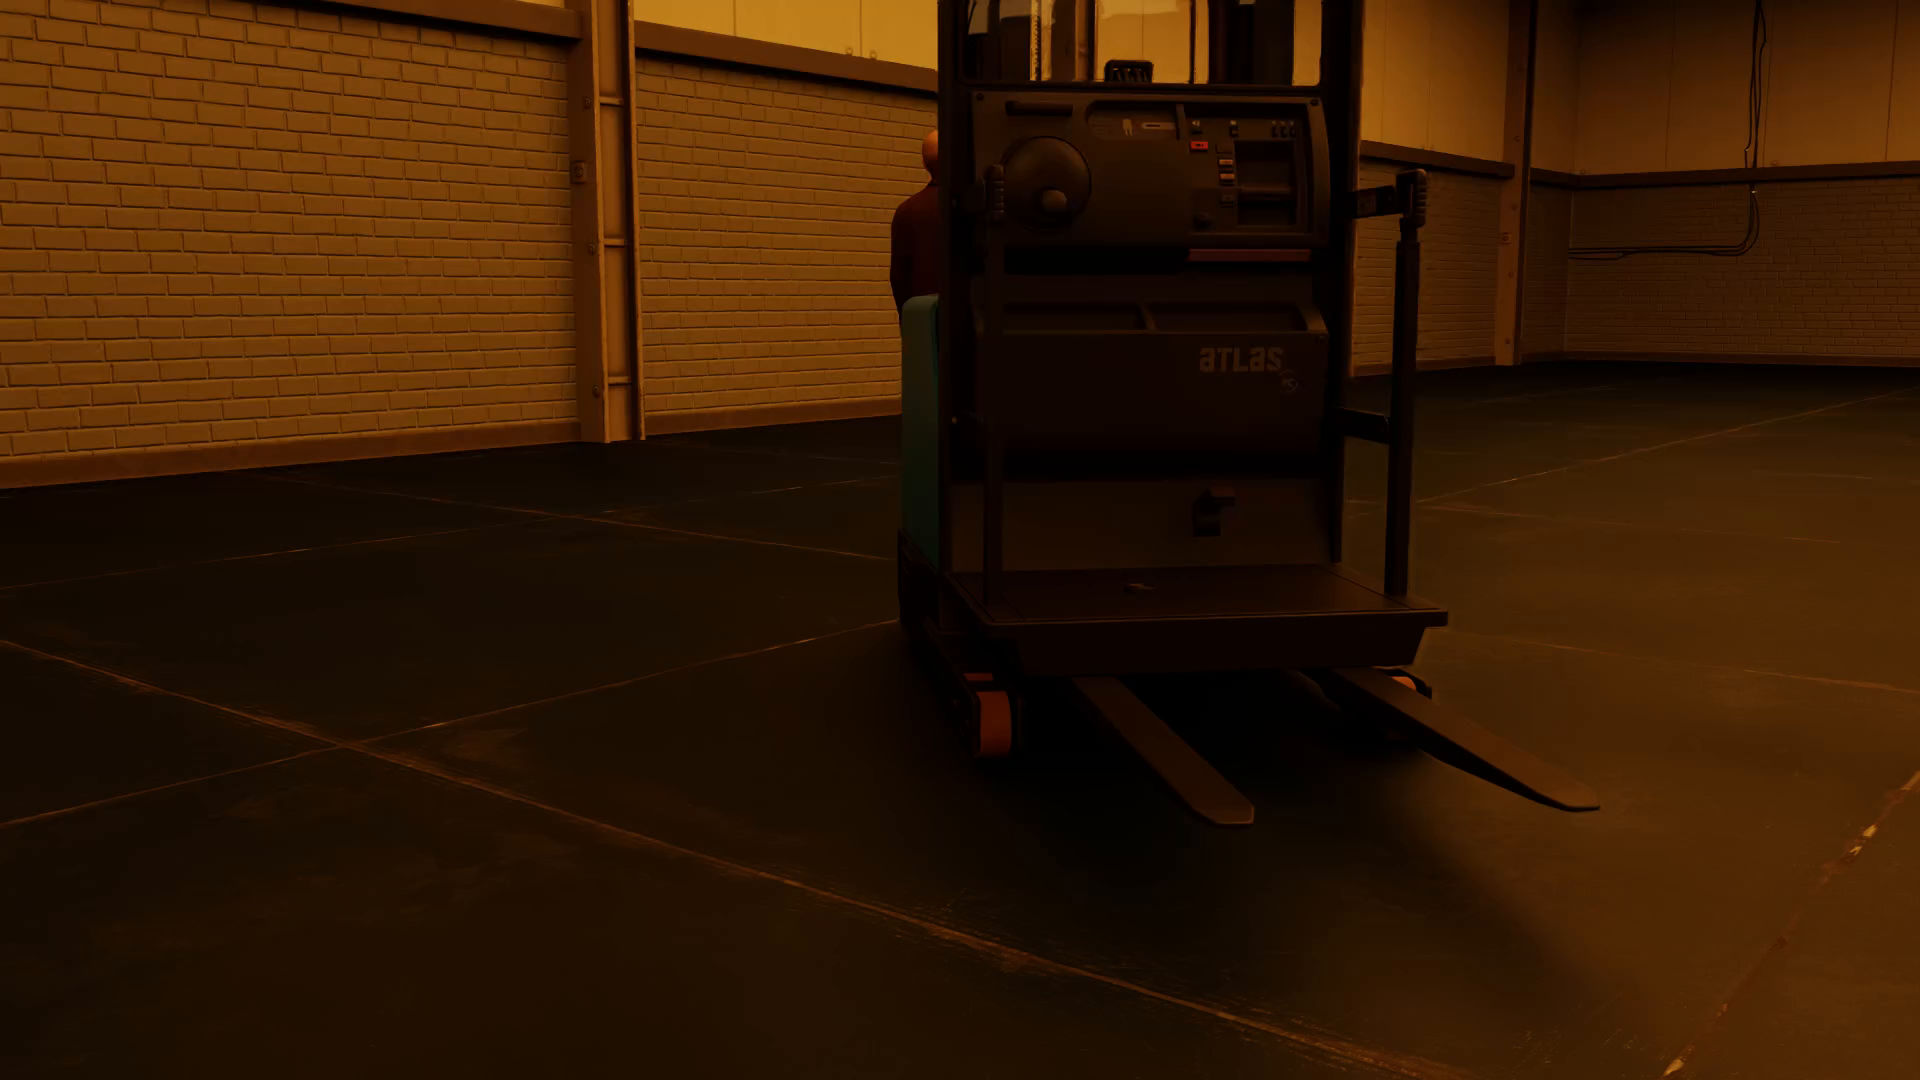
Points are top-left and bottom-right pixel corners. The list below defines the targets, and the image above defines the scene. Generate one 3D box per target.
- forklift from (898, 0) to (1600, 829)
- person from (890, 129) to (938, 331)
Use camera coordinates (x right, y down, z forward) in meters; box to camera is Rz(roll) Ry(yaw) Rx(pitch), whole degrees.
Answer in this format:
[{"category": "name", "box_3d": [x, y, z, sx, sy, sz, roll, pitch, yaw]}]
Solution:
[{"category": "forklift", "box_3d": [0.524, -0.990, 4.051, 1.130, 2.935, 3.031, -1, 8, -8]}, {"category": "person", "box_3d": [0.061, -0.896, 7.342, 0.694, 1.776, 0.582, 7, 11, 38]}]
